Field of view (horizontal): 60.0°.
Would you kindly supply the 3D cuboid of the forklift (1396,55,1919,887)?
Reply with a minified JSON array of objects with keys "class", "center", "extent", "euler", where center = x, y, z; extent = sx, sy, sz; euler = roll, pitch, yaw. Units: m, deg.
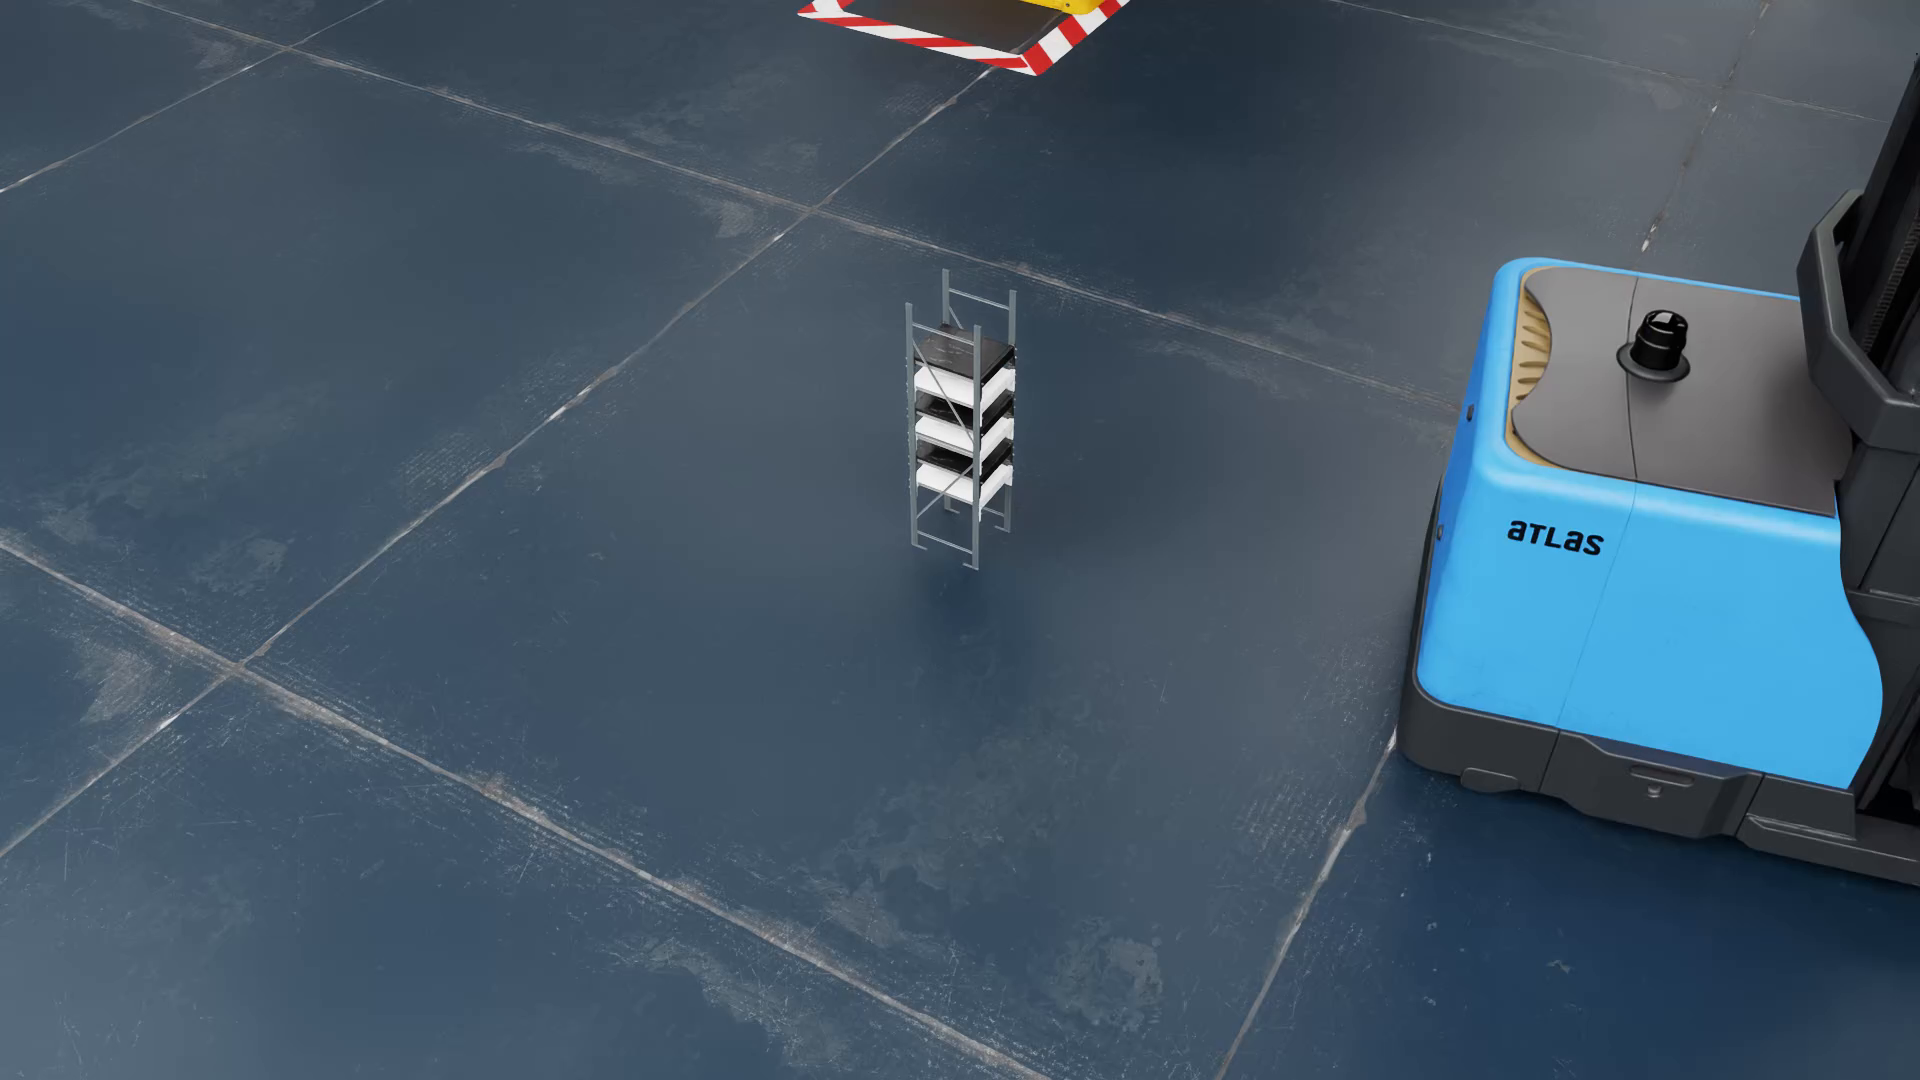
[{"class":"forklift","center":[2.762,-0.487,3.585],"extent":[3.031,2.935,1.130],"euler":[12,43,13]}]

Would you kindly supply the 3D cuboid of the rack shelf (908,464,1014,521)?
[{"class":"rack shelf","center":[0.004,-0.182,5.099],"extent":[0.258,0.077,0.200],"euler":[21,45,22]}]

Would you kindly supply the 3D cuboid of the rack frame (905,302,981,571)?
[{"class":"rack frame","center":[-0.047,-0.284,4.892],"extent":[0.240,0.900,0.006],"euler":[21,45,22]}]

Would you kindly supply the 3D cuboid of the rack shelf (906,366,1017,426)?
[{"class":"rack shelf","center":[0.004,-0.452,4.861],"extent":[0.258,0.077,0.200],"euler":[21,45,22]}]

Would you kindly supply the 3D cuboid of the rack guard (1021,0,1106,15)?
[{"class":"rack guard","center":[0.193,-3.048,8.333],"extent":[1.175,0.500,0.348],"euler":[21,45,22]}]

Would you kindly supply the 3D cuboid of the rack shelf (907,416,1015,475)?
[{"class":"rack shelf","center":[0.004,-0.317,4.980],"extent":[0.258,0.077,0.200],"euler":[21,45,22]}]

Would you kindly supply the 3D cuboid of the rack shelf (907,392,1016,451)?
[{"class":"rack shelf","center":[0.004,-0.385,4.920],"extent":[0.258,0.077,0.200],"euler":[21,45,22]}]

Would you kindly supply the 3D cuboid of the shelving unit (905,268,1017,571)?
[{"class":"shelving unit","center":[0.004,-0.342,4.958],"extent":[0.258,0.900,0.210],"euler":[21,45,22]}]

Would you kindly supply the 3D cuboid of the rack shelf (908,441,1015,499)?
[{"class":"rack shelf","center":[0.004,-0.250,5.039],"extent":[0.258,0.077,0.200],"euler":[21,45,22]}]

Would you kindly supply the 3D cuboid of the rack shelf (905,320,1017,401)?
[{"class":"rack shelf","center":[0.004,-0.520,4.801],"extent":[0.258,0.077,0.200],"euler":[21,45,22]}]

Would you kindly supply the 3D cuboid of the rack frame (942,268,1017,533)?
[{"class":"rack frame","center":[0.055,-0.401,5.024],"extent":[0.240,0.900,0.006],"euler":[21,45,22]}]
